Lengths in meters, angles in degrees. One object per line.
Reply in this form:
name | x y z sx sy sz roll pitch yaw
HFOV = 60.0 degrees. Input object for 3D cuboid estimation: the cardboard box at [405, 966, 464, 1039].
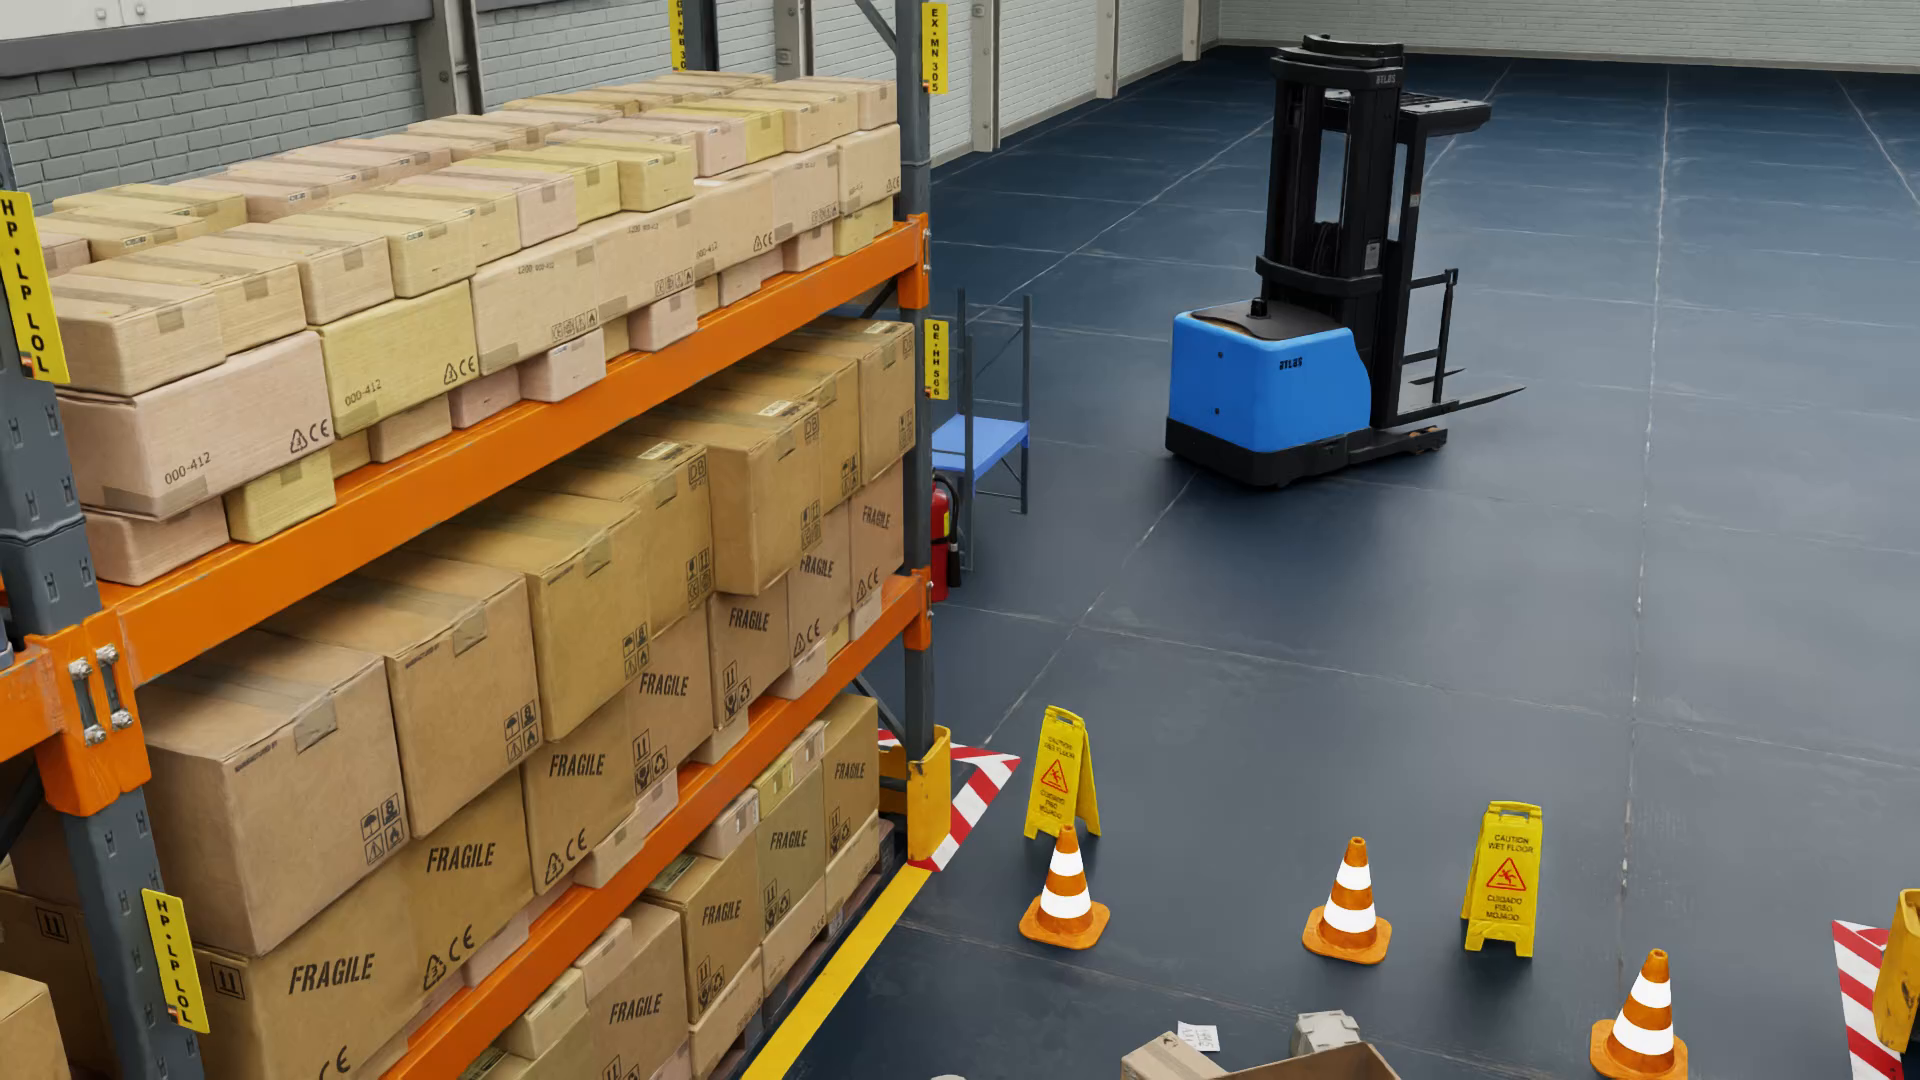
cardboard box | -1.556 1.154 4.422 0.380 0.149 0.250 9 24 20

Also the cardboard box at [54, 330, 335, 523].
cardboard box | -1.670 -0.269 3.418 0.500 0.250 0.500 8 24 19

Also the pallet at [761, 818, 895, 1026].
pallet | -0.964 1.470 6.957 1.003 0.211 1.213 9 24 20

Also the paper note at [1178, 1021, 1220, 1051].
paper note | 0.895 1.864 6.249 0.148 0.019 0.142 1 23 2

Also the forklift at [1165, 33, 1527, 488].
forklift | 3.011 -2.134 12.057 3.031 2.935 1.130 -15 27 -31

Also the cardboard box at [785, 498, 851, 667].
cardboard box | -0.738 0.099 6.105 0.500 0.500 0.500 9 24 20

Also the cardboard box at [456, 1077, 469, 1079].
cardboard box | -1.515 1.523 4.421 0.380 0.149 0.250 9 24 21

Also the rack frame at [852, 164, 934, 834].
rack frame | -0.601 -0.130 7.169 1.000 3.000 0.127 9 24 20

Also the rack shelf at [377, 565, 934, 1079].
rack shelf | -1.344 0.918 5.594 1.077 0.370 4.000 9 24 20

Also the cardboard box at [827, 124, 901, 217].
cardboard box | -0.541 -1.360 6.031 0.500 0.250 0.500 8 24 19

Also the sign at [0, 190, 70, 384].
sign | -1.571 -0.424 2.801 0.100 0.325 0.005 9 24 20

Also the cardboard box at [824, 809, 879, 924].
cardboard box | -0.661 1.282 6.812 0.500 0.250 0.500 9 24 20

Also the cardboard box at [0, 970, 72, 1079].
cardboard box | -2.046 1.123 3.110 0.500 0.500 0.500 8 24 19

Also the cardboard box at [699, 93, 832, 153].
cardboard box | -0.662 -1.422 5.662 0.380 0.149 0.250 8 24 19

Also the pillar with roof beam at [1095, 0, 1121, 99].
pillar with roof beam | 6.605 -11.459 26.509 9.100 9.000 0.400 9 24 20

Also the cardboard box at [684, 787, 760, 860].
cardboard box | -0.927 0.949 5.795 0.380 0.149 0.250 10 25 22

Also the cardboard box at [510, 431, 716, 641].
cardboard box | -1.192 -0.024 5.104 0.700 0.500 0.500 9 24 20

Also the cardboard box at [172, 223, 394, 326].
cardboard box | -1.491 -0.591 3.672 0.380 0.149 0.250 8 24 18

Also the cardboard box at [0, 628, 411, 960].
cardboard box | -1.723 0.531 3.775 0.700 0.500 0.500 9 24 20

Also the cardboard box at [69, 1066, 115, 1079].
cardboard box | -2.251 1.259 4.170 0.380 0.149 0.250 9 24 20

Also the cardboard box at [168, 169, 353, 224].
cardboard box | -1.800 -0.854 4.303 0.380 0.149 0.250 8 24 19

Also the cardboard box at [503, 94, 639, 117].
cardboard box | -1.314 -1.416 5.647 0.380 0.149 0.250 9 24 20

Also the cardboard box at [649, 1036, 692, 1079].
cardboard box | -1.235 1.821 5.520 0.500 0.250 0.500 8 24 19

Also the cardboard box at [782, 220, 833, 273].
cardboard box | -0.667 -1.046 5.797 0.380 0.149 0.250 10 25 22

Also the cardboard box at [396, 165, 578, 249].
cardboard box | -1.234 -0.874 4.351 0.380 0.149 0.250 8 24 19

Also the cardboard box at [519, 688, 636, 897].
cardboard box | -1.302 0.640 4.810 0.500 0.500 0.500 9 24 20

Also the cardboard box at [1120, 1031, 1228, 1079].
cardboard box | 0.787 1.944 5.903 0.250 0.149 0.380 -17 28 -35

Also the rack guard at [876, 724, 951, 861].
rack guard | -0.630 1.051 7.585 1.175 0.500 0.348 9 24 20

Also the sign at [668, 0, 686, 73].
sign | -1.105 -1.995 6.608 0.100 0.325 0.005 9 24 20

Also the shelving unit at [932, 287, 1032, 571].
shelving unit | 0.032 -0.723 10.534 0.538 1.500 1.048 9 24 20

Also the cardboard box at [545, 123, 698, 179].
cardboard box | -1.023 -1.162 5.040 0.380 0.149 0.250 8 24 19

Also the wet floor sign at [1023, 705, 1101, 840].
wet floor sign | 0.463 1.042 7.418 0.267 0.644 0.232 19 29 38

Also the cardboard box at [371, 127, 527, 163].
cardboard box | -1.517 -1.128 4.958 0.380 0.149 0.250 9 24 21

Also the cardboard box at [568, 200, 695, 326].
cardboard box | -1.103 -0.813 4.721 0.500 0.250 0.500 9 24 21

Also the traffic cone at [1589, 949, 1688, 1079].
traffic cone | 2.516 1.700 6.079 0.336 0.463 0.334 9 24 20

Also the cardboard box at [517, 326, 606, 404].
cardboard box | -1.183 -0.492 4.469 0.380 0.149 0.250 8 24 19

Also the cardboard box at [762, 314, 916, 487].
cardboard box | -0.589 -0.560 6.387 0.700 0.500 0.500 8 24 19

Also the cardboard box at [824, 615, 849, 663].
cardboard box | -0.648 0.346 6.356 0.380 0.149 0.250 8 24 19

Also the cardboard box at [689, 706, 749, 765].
cardboard box | -0.952 0.618 5.704 0.380 0.149 0.250 9 24 20

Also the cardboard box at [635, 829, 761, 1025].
cardboard box | -1.042 1.290 5.819 0.500 0.500 0.500 8 24 19

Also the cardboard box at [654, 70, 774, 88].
cardboard box | -0.923 -1.668 6.251 0.380 0.149 0.250 9 24 20

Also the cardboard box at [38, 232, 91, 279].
cardboard box | -2.147 -0.583 3.654 0.380 0.149 0.250 8 24 19

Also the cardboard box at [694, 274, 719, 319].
cardboard box | -0.976 -0.776 5.150 0.380 0.149 0.250 8 24 19

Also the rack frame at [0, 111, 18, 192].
rack frame | -5.211 -0.839 8.867 1.000 3.000 0.127 9 24 20

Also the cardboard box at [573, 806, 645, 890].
cardboard box | -1.189 0.894 5.043 0.380 0.149 0.250 9 24 20

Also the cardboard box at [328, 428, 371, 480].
cardboard box | -1.605 -0.233 3.850 0.380 0.149 0.250 9 24 20

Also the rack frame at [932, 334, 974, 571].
rack frame | -0.157 -0.541 10.098 0.500 1.500 0.032 9 24 20
